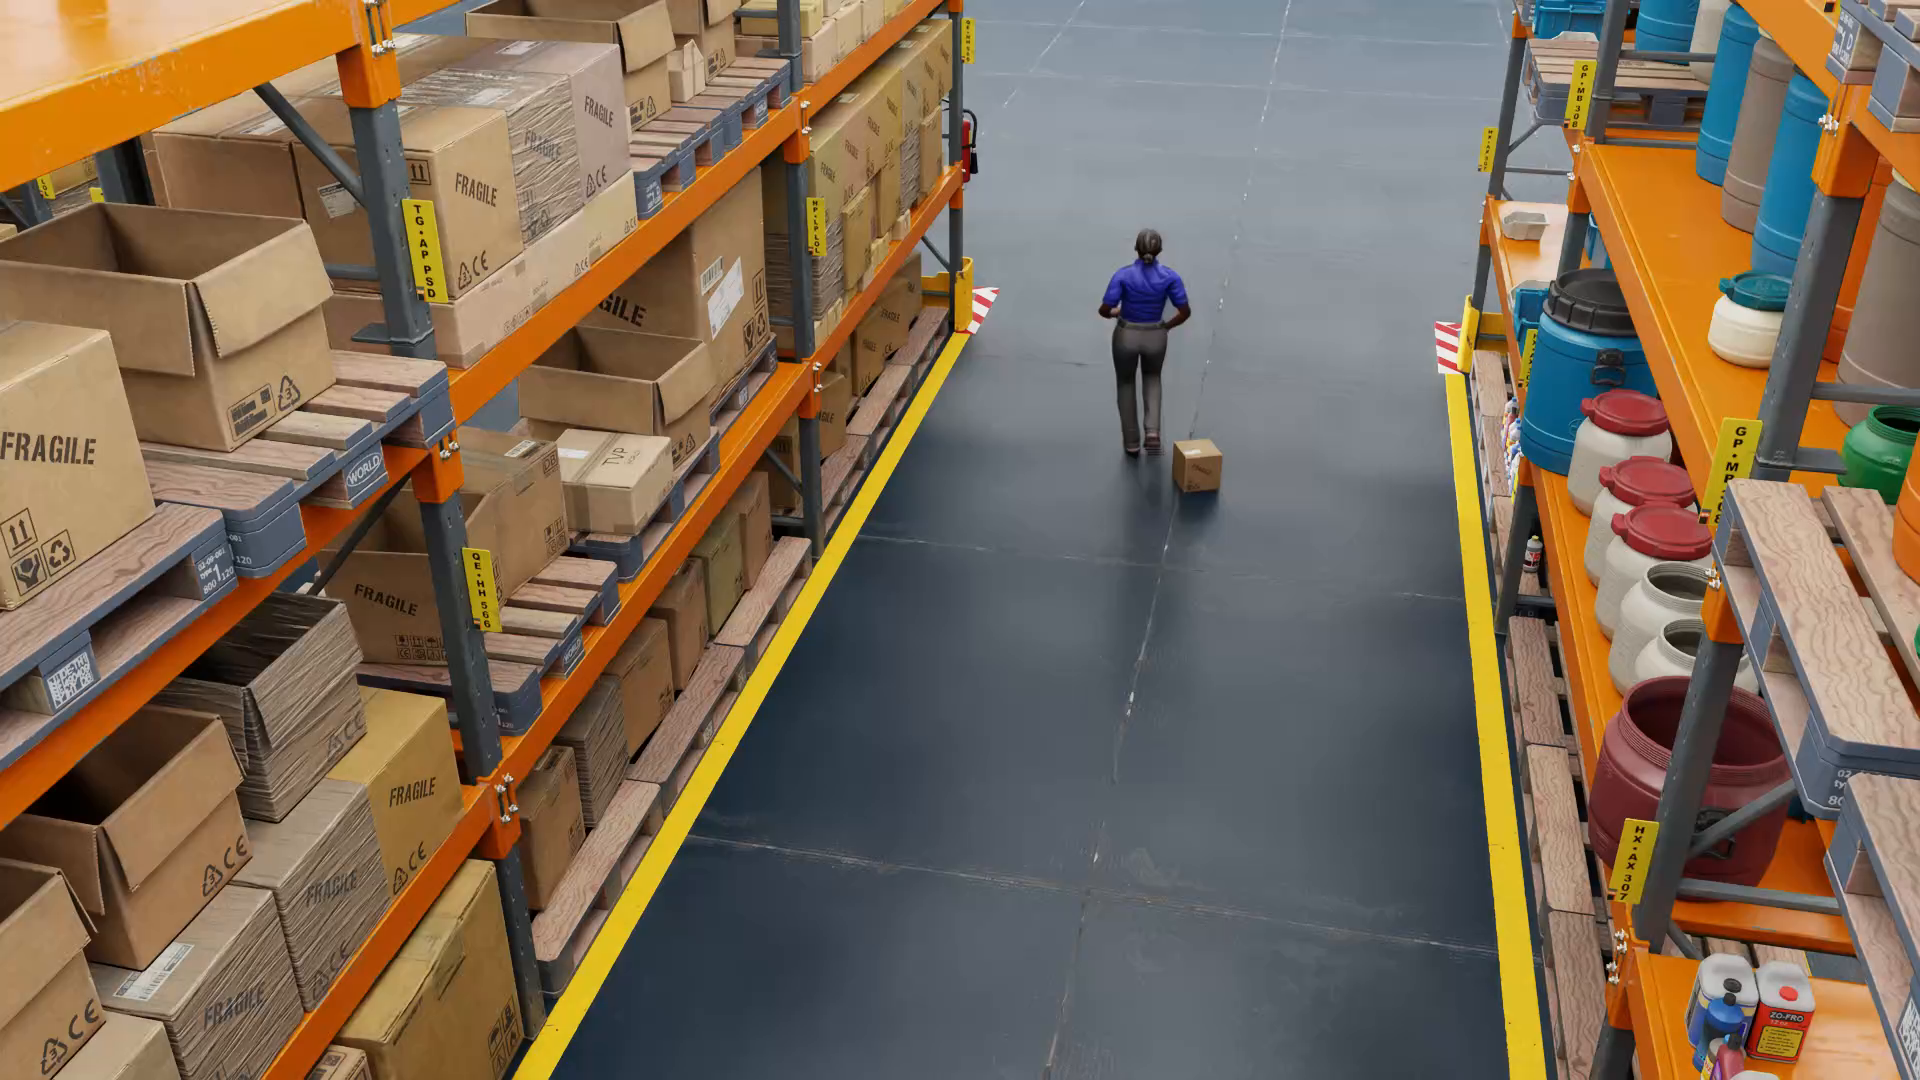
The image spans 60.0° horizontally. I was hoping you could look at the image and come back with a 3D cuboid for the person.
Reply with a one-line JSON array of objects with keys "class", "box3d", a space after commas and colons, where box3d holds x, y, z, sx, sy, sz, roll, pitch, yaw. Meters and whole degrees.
[{"class": "person", "box3d": [1.198, -1.333, 11.060, 0.594, 1.617, 0.476, -1, 29, -1]}]
